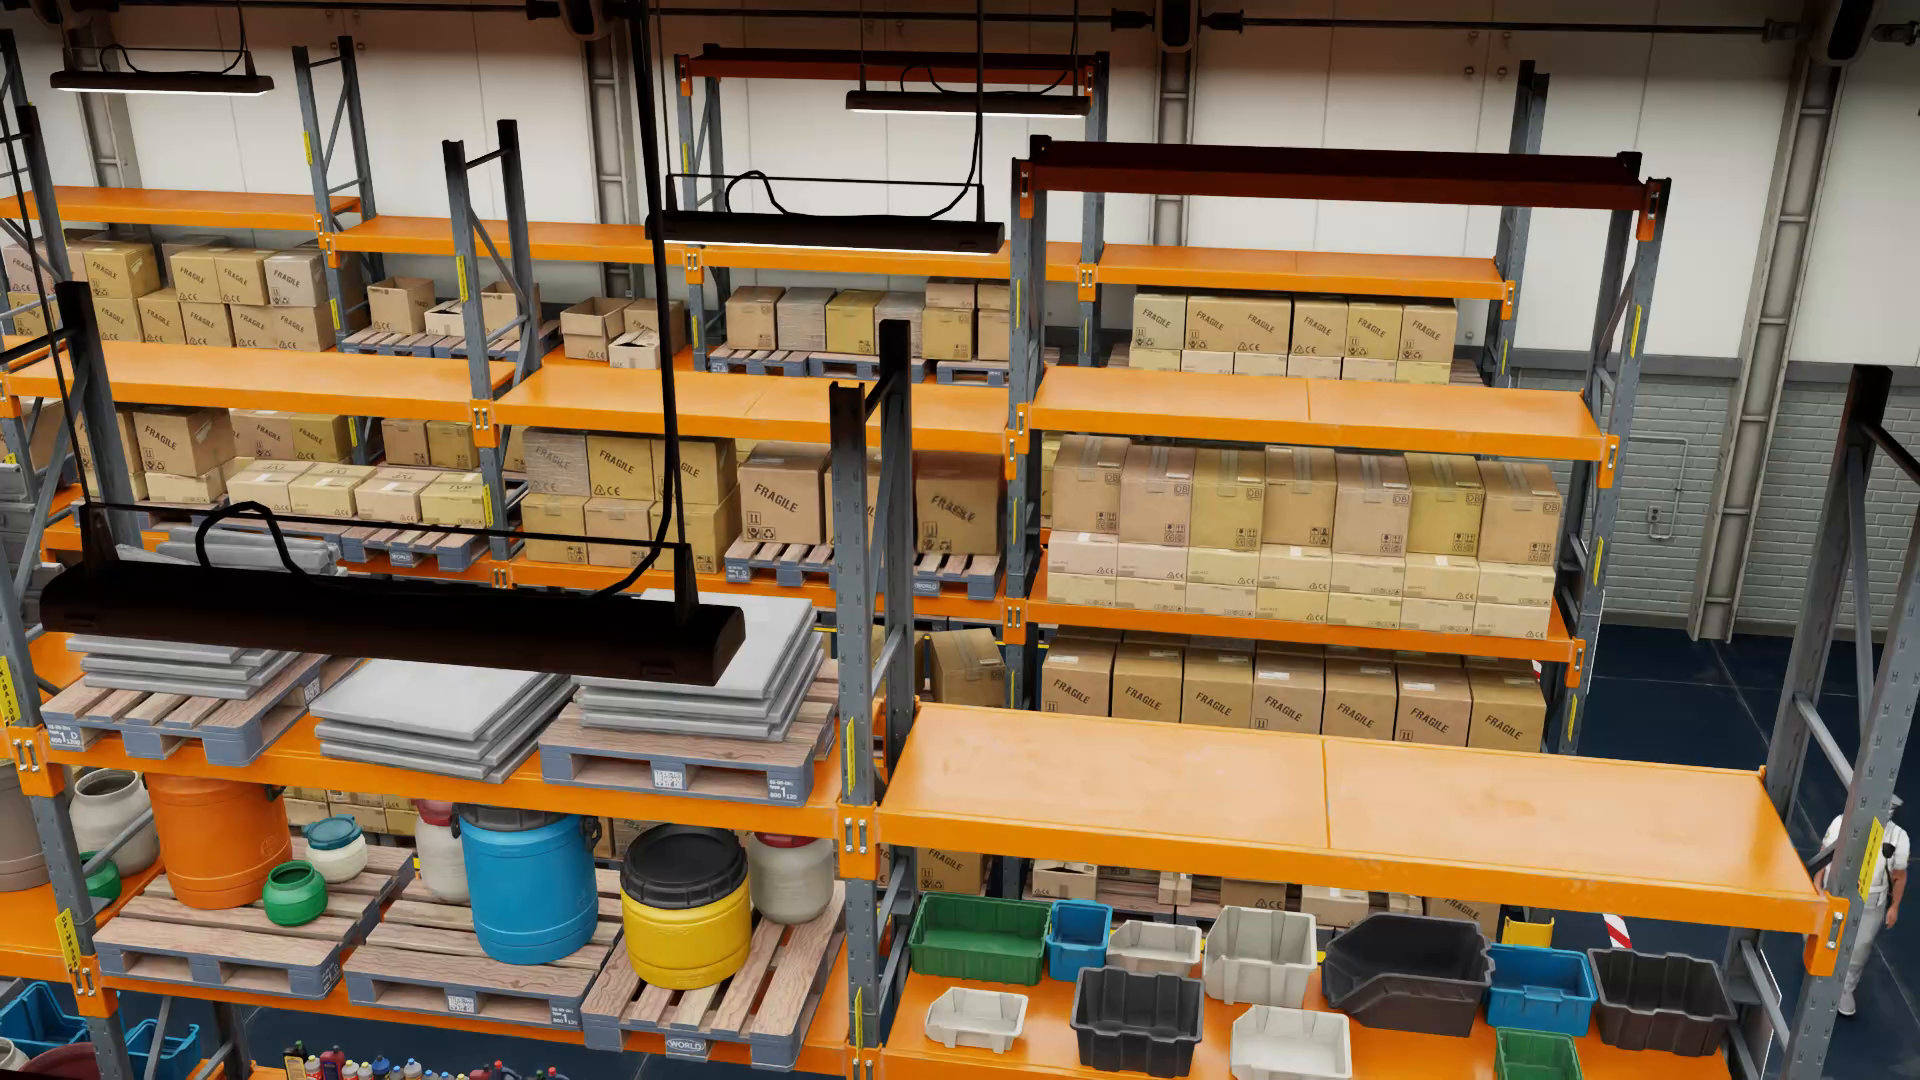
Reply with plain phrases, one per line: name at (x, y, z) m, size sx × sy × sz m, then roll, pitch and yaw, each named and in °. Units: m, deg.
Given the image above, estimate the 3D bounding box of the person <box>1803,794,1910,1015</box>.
person at (6.517, 2.547, 12.099) m, size 0.588 × 1.742 × 0.640 m, roll 12°, pitch 26°, yaw 27°
